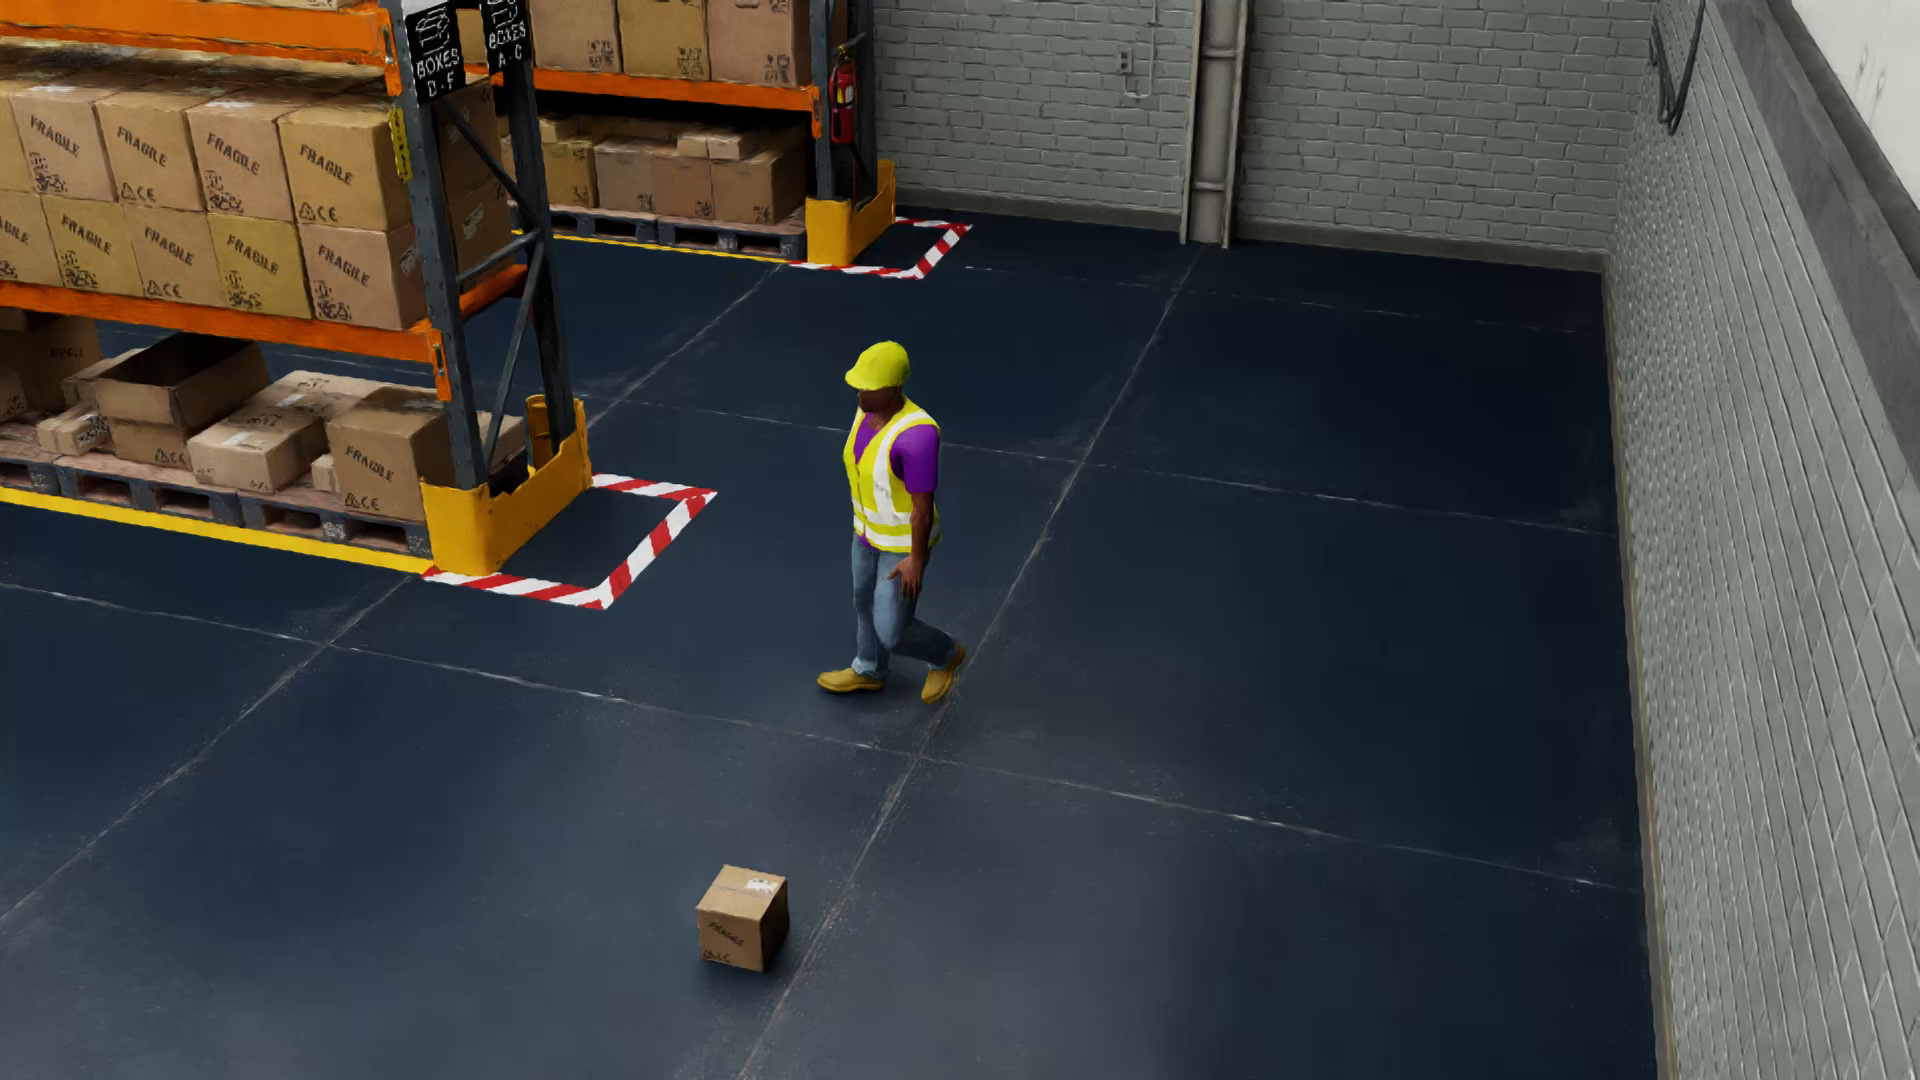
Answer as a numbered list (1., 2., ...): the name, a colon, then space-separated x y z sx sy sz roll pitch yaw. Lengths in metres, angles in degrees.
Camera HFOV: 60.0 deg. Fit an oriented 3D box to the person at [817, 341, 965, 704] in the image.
1. person: -0.270 -0.040 7.137 0.548 1.764 0.644 -17 33 -28
